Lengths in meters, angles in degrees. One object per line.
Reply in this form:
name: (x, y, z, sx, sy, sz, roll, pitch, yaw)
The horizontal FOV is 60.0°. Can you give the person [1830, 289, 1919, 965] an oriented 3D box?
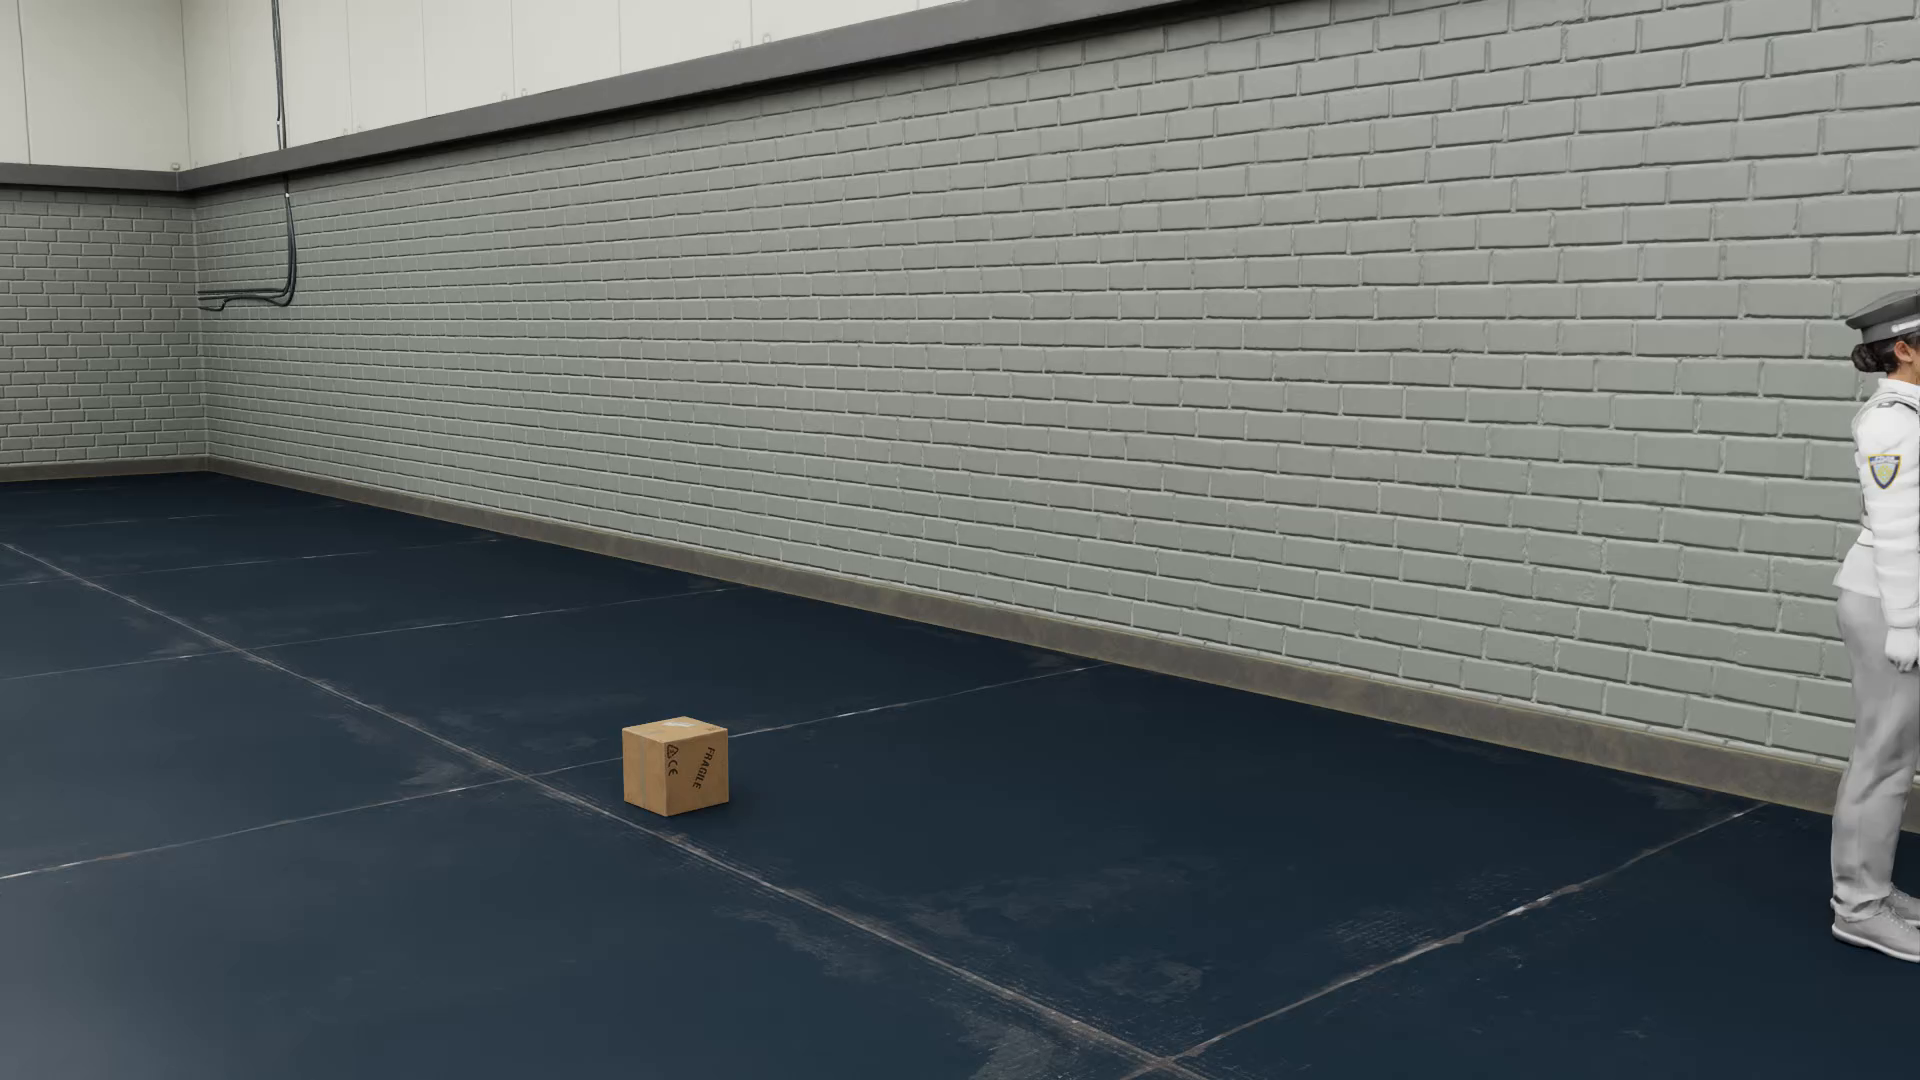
person: (2.418, 0.186, 4.264, 0.354, 1.694, 0.461, 4, 9, 30)
